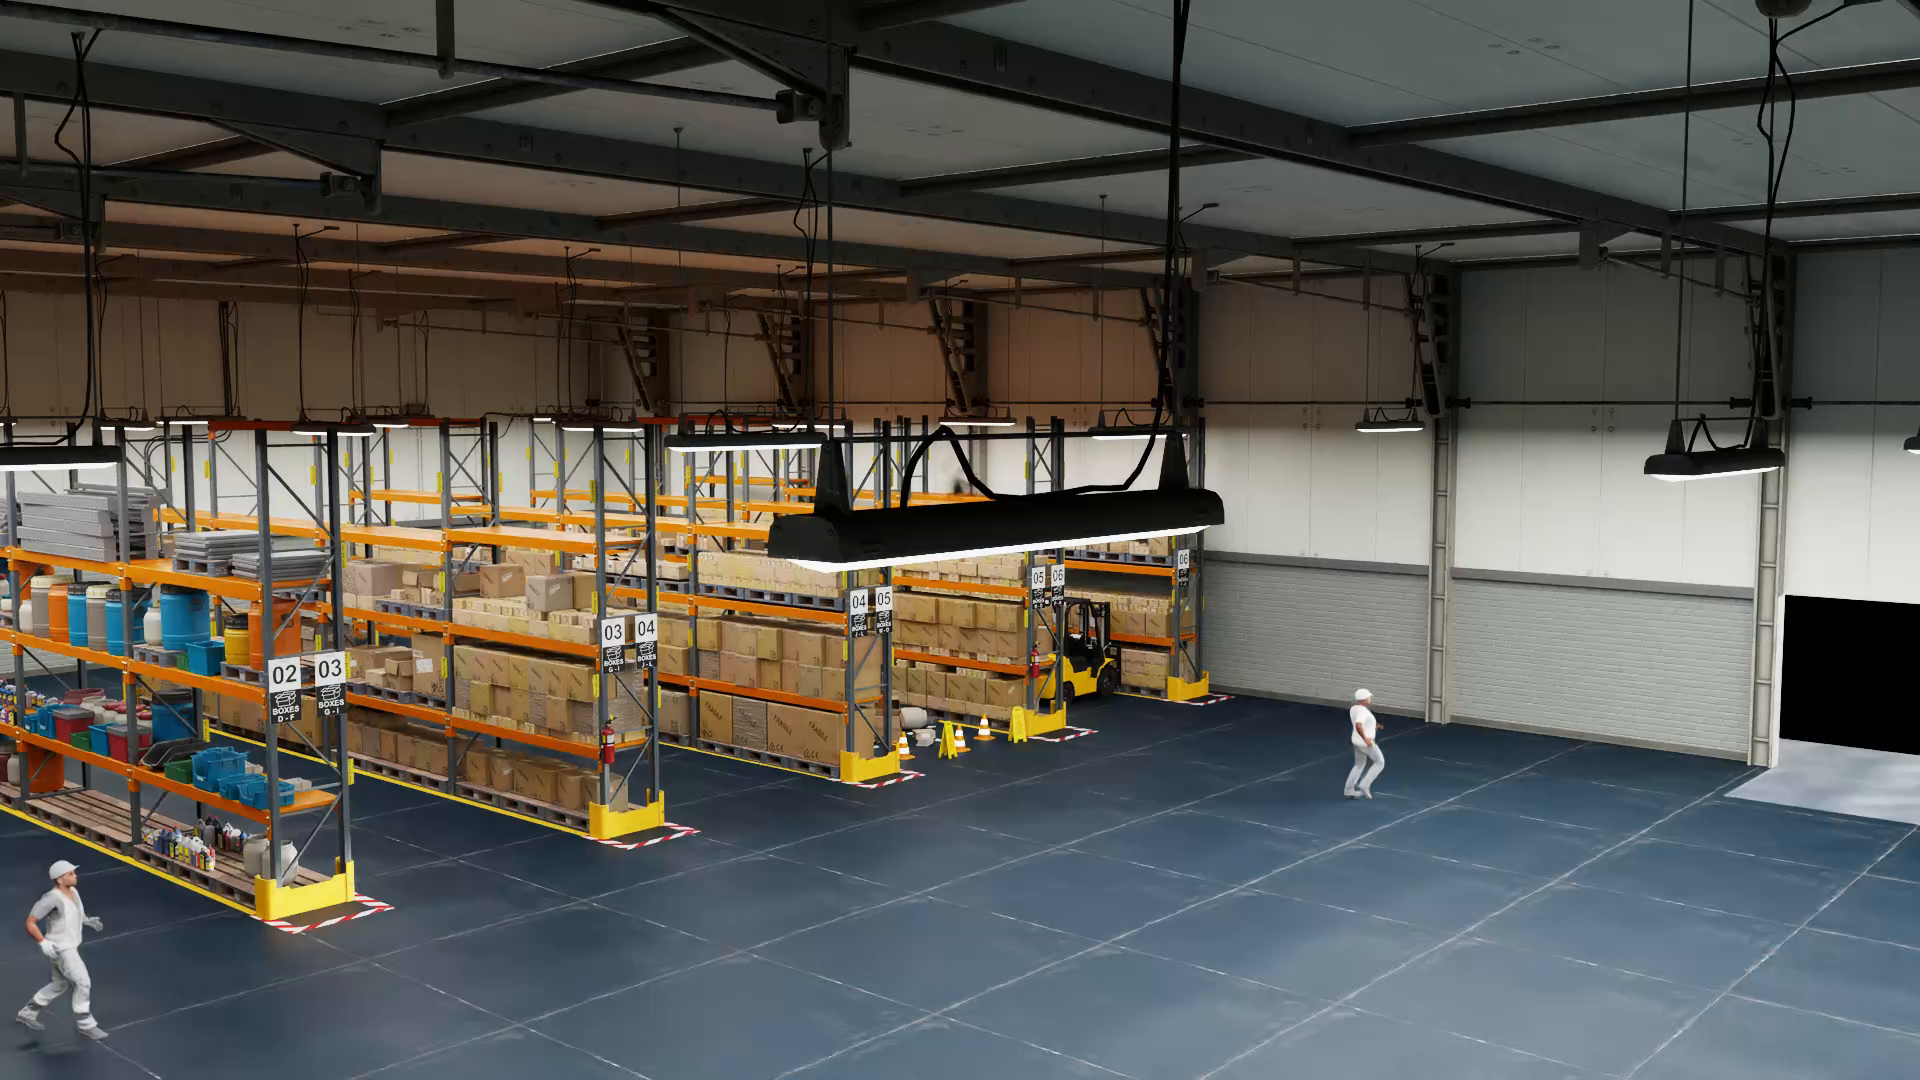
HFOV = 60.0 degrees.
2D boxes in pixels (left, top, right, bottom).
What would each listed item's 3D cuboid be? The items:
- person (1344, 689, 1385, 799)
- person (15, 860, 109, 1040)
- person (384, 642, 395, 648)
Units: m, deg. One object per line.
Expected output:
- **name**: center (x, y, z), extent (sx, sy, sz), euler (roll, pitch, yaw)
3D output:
- **person**: center (6.468, 3.249, 26.509), extent (0.688, 1.759, 0.673), euler (-1, 5, -14)
- **person**: center (-8.939, 4.075, 16.504), extent (0.884, 1.815, 0.658), euler (-1, 5, -12)
- **person**: center (-11.107, 2.816, 32.442), extent (0.696, 1.671, 0.617), euler (3, 6, 31)
